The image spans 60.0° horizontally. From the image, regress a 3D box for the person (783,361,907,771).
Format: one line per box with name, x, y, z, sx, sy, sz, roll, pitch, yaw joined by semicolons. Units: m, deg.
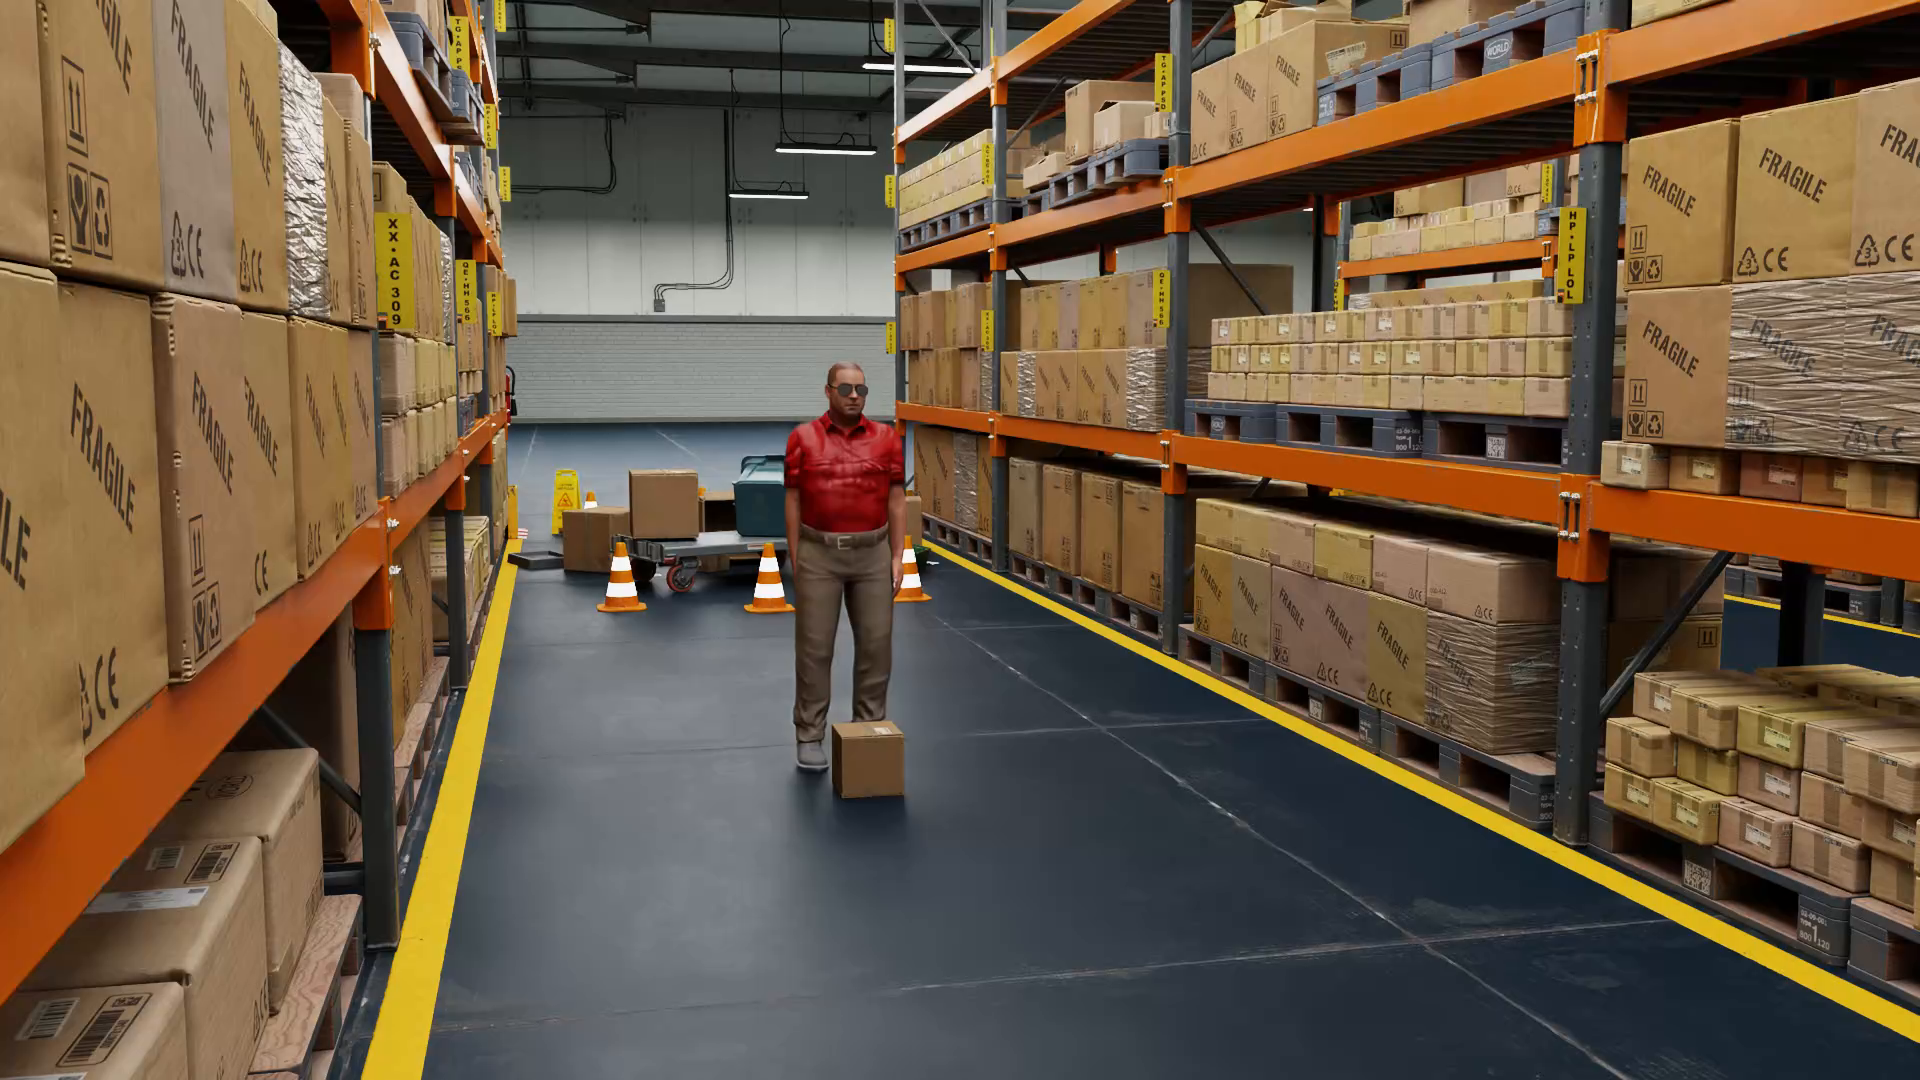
person;-0.477;0.103;7.089;0.526;1.725;0.360;-1;6;-13
